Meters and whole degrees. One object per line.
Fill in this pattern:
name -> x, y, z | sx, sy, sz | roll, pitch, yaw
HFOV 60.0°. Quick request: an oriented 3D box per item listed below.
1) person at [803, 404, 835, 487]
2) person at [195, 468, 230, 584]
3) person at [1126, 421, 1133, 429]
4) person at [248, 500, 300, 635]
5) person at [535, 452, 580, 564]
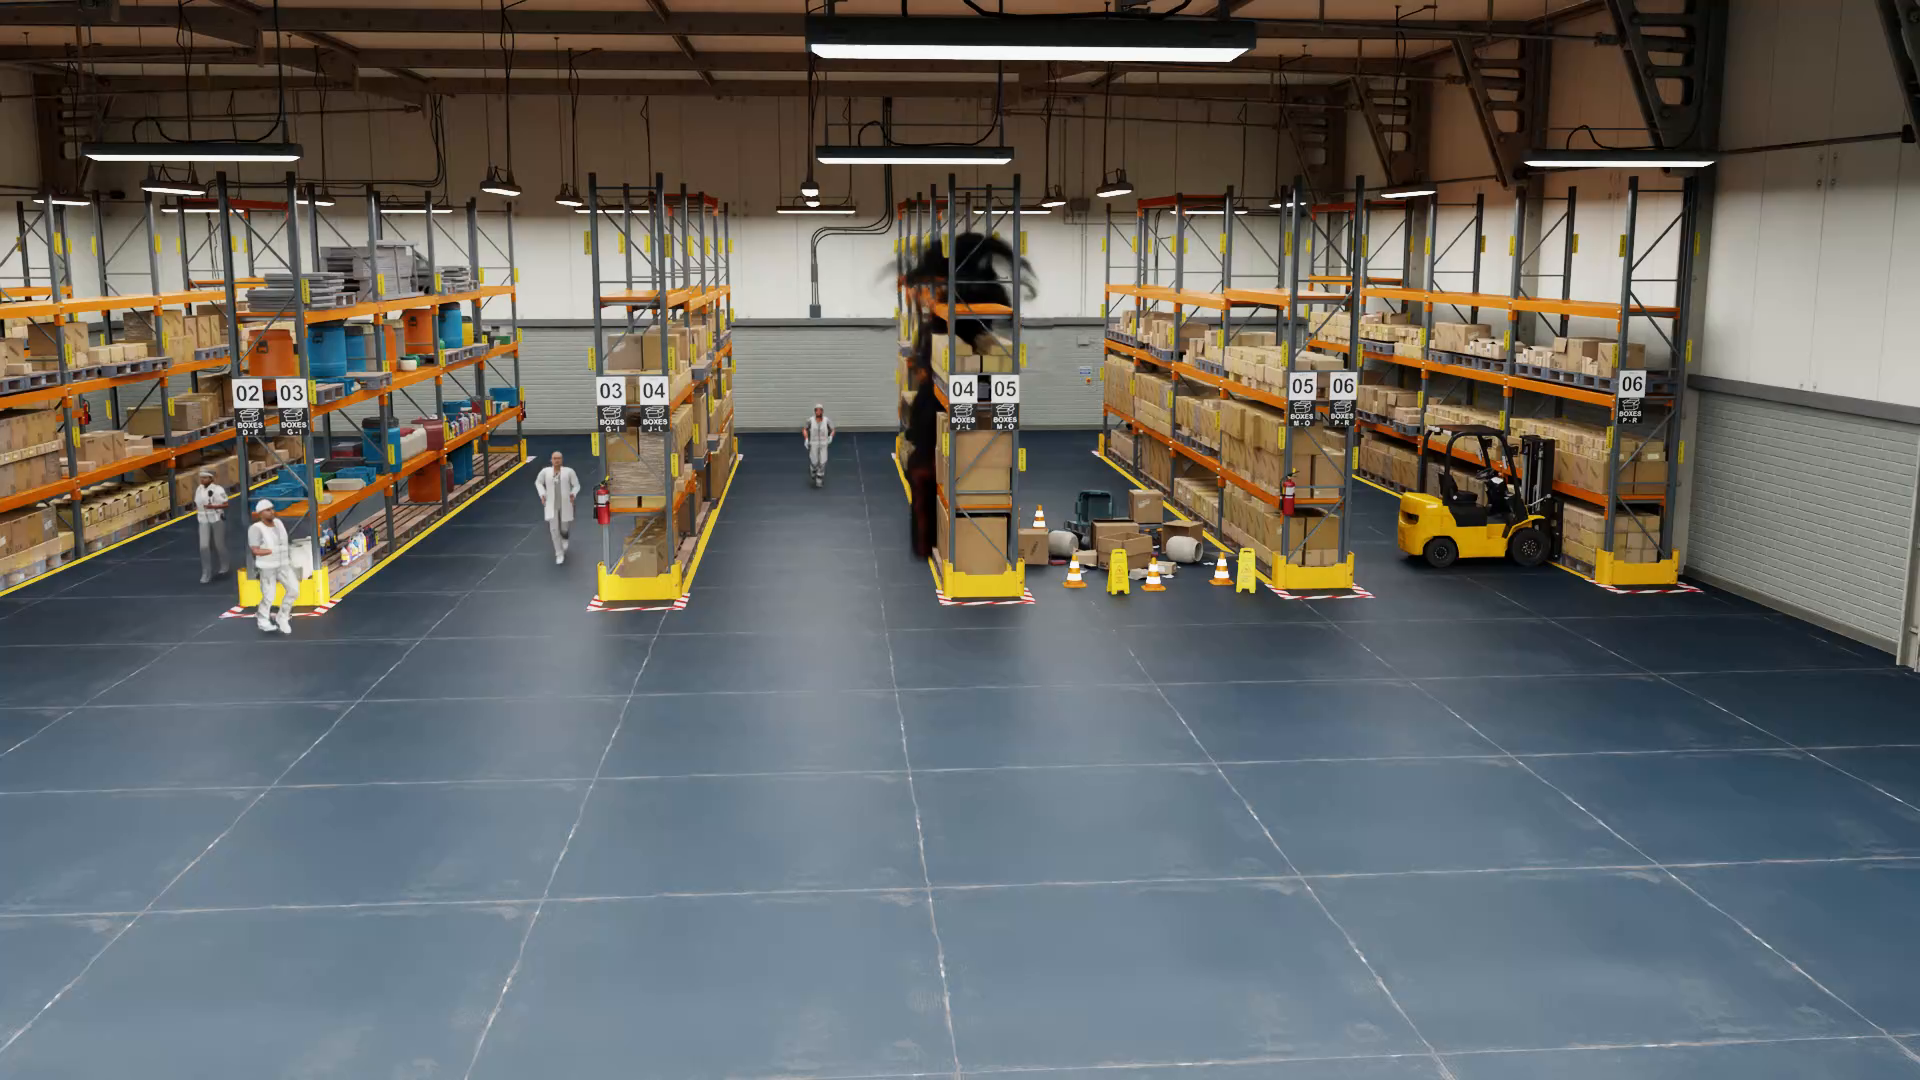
person -> -2.941, -1.980, 34.864 | 0.668, 1.749, 0.583 | -2, 10, -10
person -> -11.329, -0.244, 25.268 | 0.553, 1.753, 0.799 | 0, 10, -1
person -> 4.327, -3.160, 41.582 | 0.911, 1.765, 0.749 | 9, 13, 40
person -> -8.881, 0.363, 21.553 | 0.693, 1.791, 0.663 | 6, 12, 31
person -> -6.475, -0.543, 26.802 | 0.711, 1.769, 0.899 | -2, 10, -11
